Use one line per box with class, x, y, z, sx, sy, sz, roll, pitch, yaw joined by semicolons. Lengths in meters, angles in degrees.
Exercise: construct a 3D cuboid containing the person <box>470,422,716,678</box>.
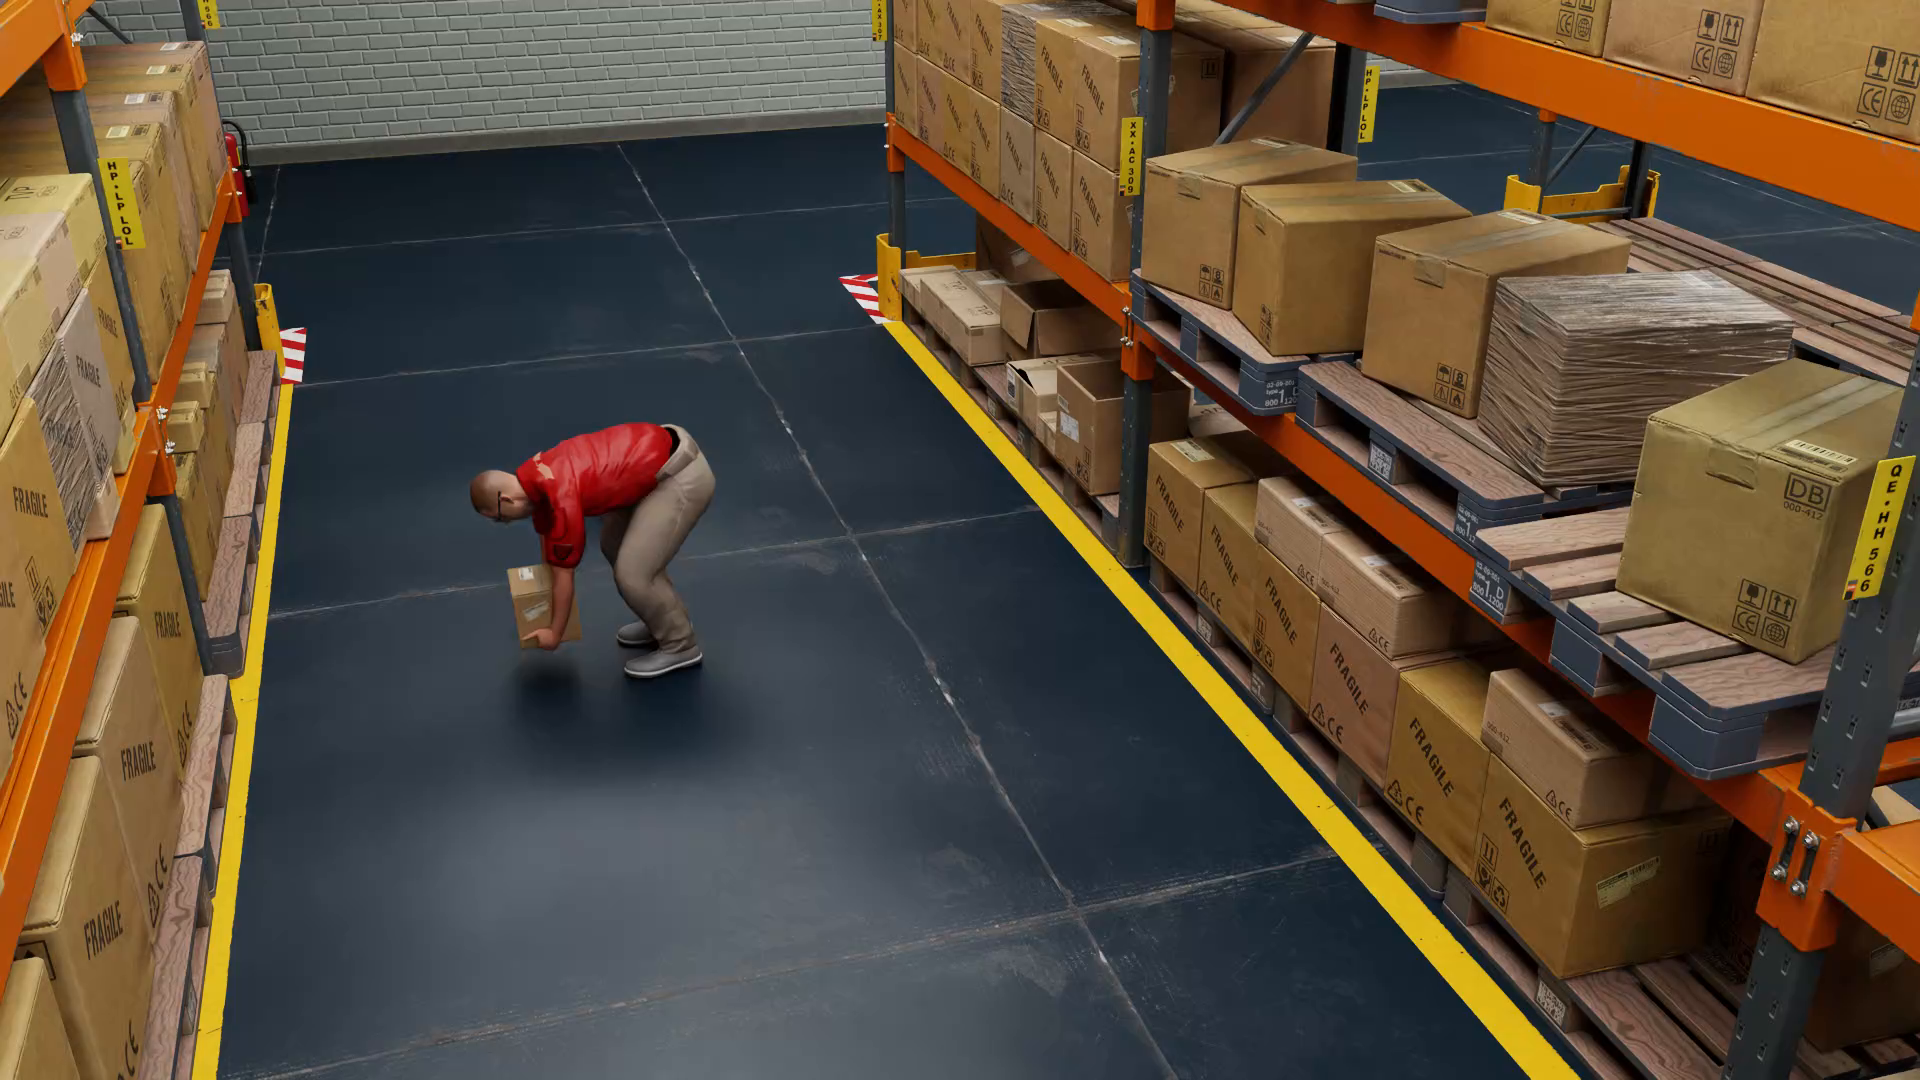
person;-1.475;0.051;6.828;0.963;1.026;0.517;-9;28;-18
